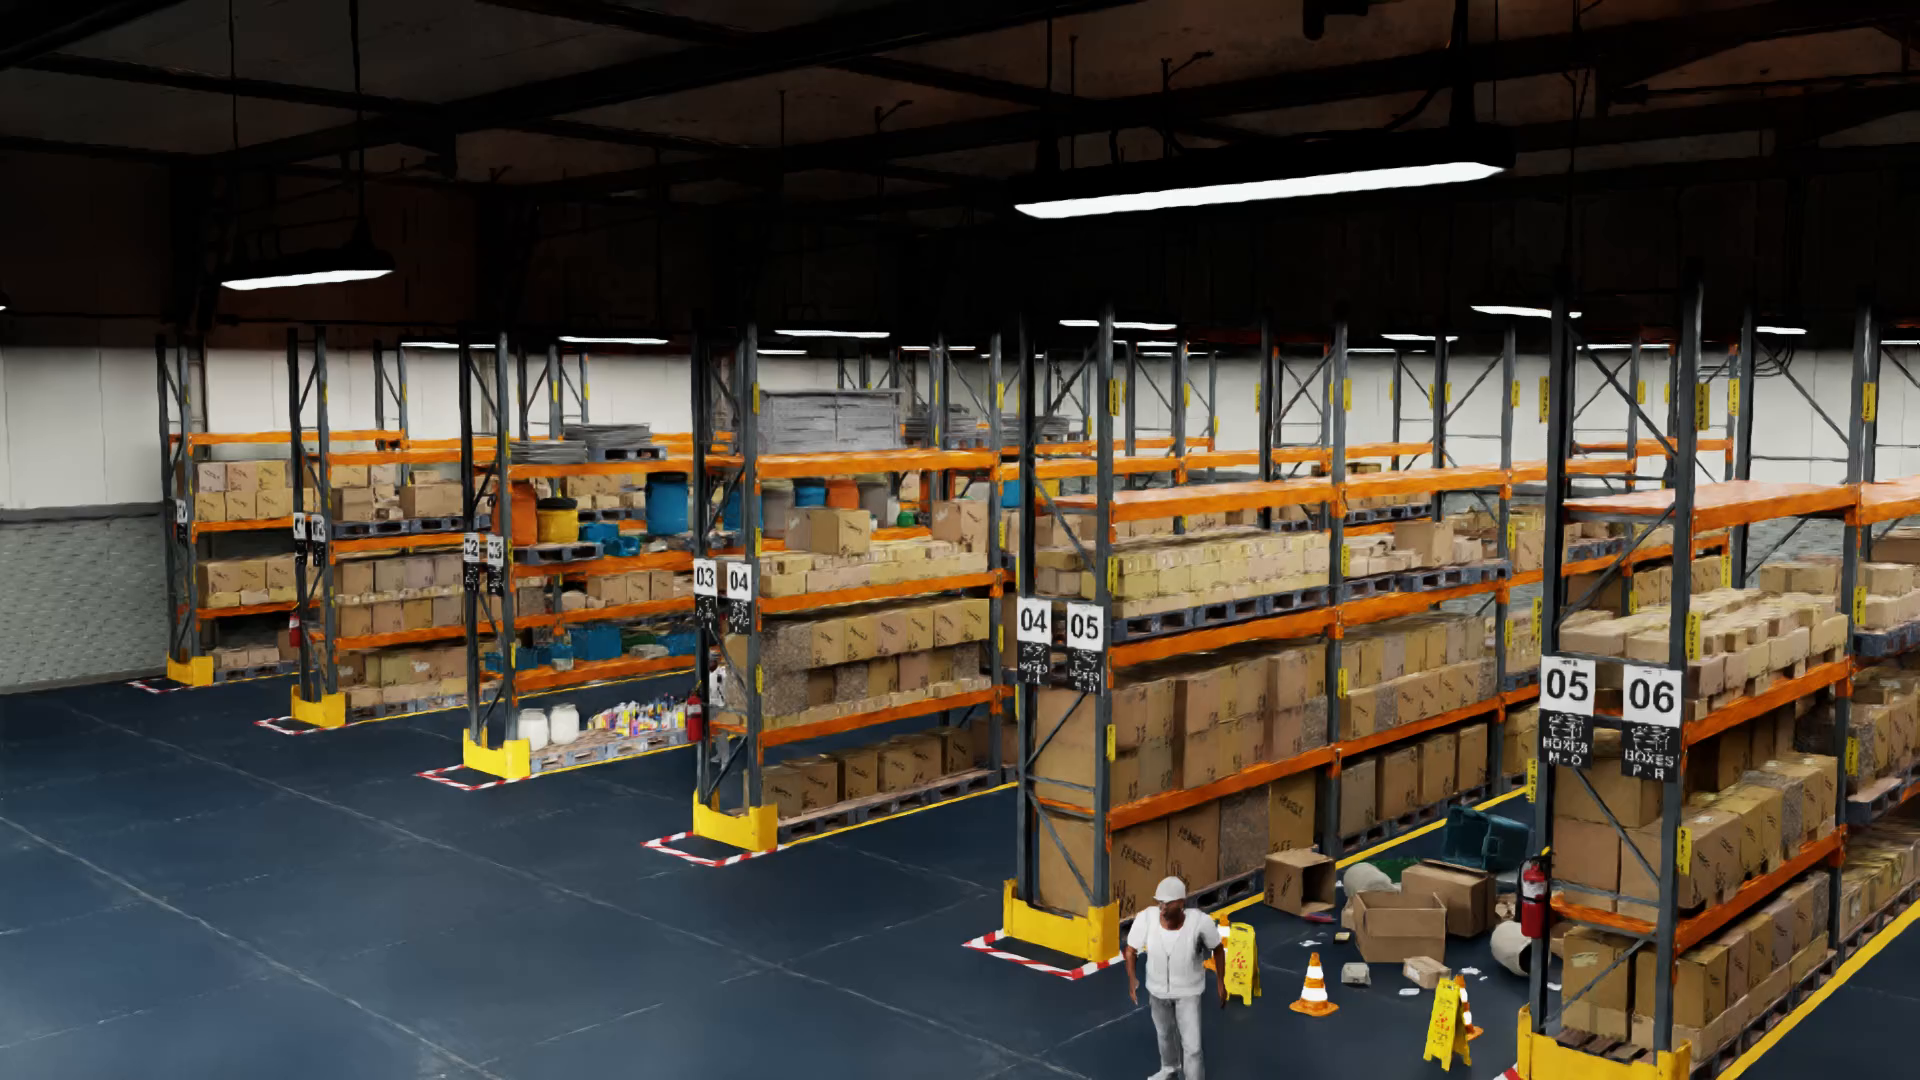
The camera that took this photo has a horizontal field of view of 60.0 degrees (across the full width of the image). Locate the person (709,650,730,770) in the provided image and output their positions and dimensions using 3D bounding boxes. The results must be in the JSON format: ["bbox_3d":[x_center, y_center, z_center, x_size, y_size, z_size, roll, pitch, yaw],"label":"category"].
[{"bbox_3d":[-3.237,2.257,22.394,0.624,1.615,0.776,2,6,23],"label":"person"}]

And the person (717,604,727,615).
[{"bbox_3d":[-4.911,1.106,34.282,0.433,1.664,0.553,2,6,17],"label":"person"}]

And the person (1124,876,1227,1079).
[{"bbox_3d":[1.542,3.201,11.871,0.699,1.705,0.840,3,6,26],"label":"person"}]
